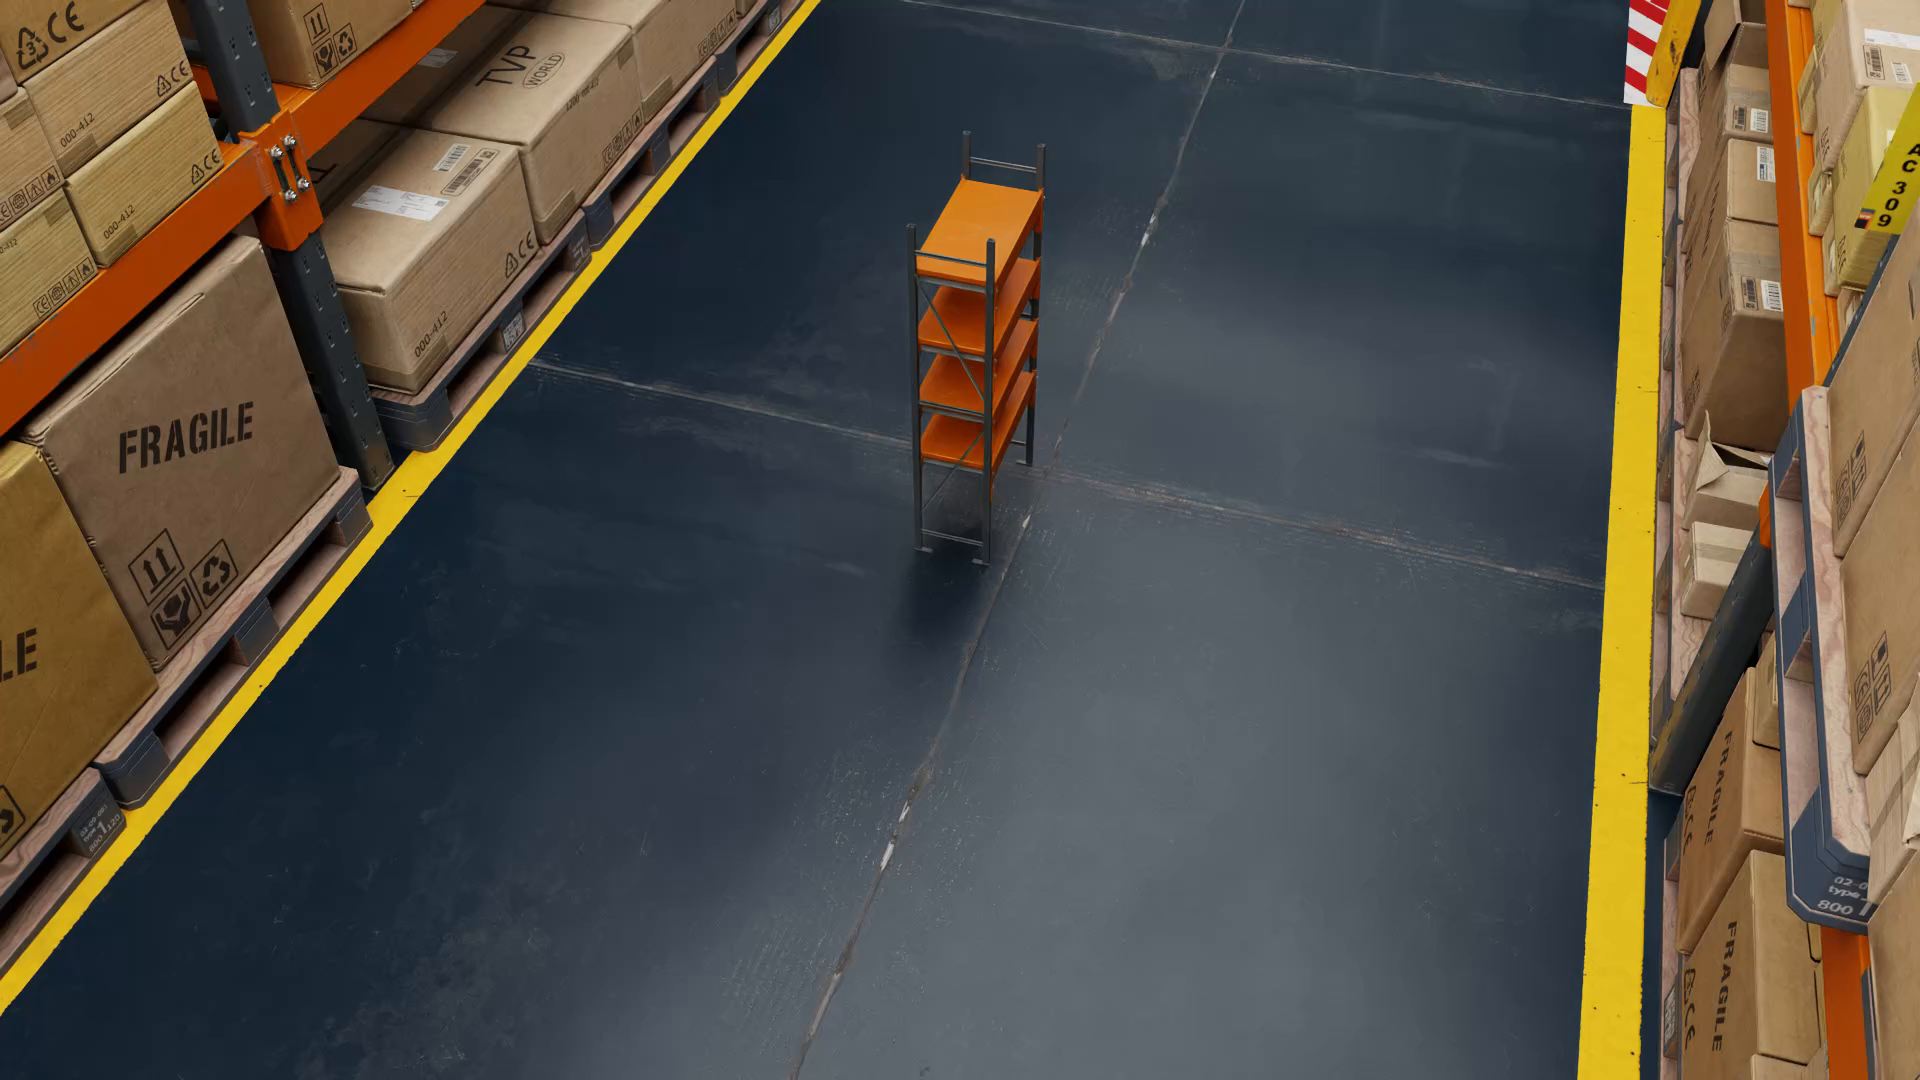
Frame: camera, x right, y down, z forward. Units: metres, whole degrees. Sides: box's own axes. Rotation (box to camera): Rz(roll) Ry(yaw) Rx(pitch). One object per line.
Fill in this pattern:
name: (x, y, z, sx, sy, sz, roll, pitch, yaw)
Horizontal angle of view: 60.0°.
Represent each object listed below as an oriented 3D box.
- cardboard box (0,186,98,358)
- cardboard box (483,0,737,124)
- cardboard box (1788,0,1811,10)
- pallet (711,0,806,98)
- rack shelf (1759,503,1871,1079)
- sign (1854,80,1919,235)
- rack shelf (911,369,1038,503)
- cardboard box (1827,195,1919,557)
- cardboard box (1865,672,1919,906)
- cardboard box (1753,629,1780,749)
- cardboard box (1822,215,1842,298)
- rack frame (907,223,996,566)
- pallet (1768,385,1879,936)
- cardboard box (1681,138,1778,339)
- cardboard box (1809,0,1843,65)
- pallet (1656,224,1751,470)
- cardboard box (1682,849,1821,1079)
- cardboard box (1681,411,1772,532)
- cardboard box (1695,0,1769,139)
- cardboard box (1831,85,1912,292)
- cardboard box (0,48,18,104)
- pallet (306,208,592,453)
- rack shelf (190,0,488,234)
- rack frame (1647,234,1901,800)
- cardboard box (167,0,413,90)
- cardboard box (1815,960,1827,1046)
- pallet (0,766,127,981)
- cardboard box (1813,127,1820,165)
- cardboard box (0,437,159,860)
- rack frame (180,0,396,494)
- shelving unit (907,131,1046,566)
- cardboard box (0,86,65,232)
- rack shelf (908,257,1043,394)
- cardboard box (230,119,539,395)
cardboard box: (-2.407, -0.625, 3.851, 0.500, 0.250, 0.500, 12, 46, 12)
cardboard box: (-1.518, -2.198, 6.883, 0.875, 0.438, 0.875, 14, 46, 14)
cardboard box: (2.728, -1.709, 5.031, 0.380, 0.149, 0.250, 14, 46, 13)
pallet: (-1.312, -2.490, 7.644, 1.003, 0.211, 1.213, 13, 46, 13)
rack shelf: (1.770, 1.269, 2.323, 1.077, 0.370, 4.000, 13, 46, 13)
sign: (1.856, -0.740, 3.243, 0.100, 0.325, 0.005, 13, 46, 13)
rack shelf: (0.050, -0.349, 5.129, 0.258, 0.148, 0.480, 13, 46, 13)
cardboard box: (2.016, -0.232, 2.971, 0.700, 0.500, 0.500, 14, 46, 14)
cardboard box: (1.589, 0.422, 2.470, 0.396, 0.266, 0.258, 15, 46, 14)
cardboard box: (2.014, 0.373, 3.747, 0.380, 0.149, 0.250, 15, 46, 14)
cardboard box: (2.290, -0.676, 3.975, 0.380, 0.149, 0.250, 14, 46, 14)
rack frame: (-0.024, -0.377, 4.777, 0.240, 1.200, 0.015, 13, 46, 13)
pallet: (2.030, 0.257, 2.980, 1.003, 0.211, 1.213, 13, 46, 13)
cardboard box: (2.760, -0.964, 5.577, 0.500, 0.500, 0.500, 13, 46, 13)
cardboard box: (2.599, -1.432, 4.463, 0.500, 0.250, 0.500, 12, 46, 12)
pallet: (2.952, -0.598, 5.710, 1.003, 0.211, 1.213, 13, 46, 13)
cardboard box: (1.863, 1.054, 3.515, 0.500, 0.500, 0.500, 12, 46, 12)
cardboard box: (2.373, -0.166, 4.929, 0.396, 0.266, 0.258, 14, 46, 14)
cardboard box: (3.312, -1.858, 6.488, 0.797, 0.503, 0.637, 11, 45, 11)
cardboard box: (2.298, -0.765, 3.782, 0.500, 0.250, 0.500, 14, 46, 14)
cardboard box: (-2.401, -1.066, 3.408, 0.500, 0.500, 0.500, 13, 46, 13)
pallet: (-2.051, -0.864, 5.982, 1.003, 0.211, 1.213, 13, 46, 13)
rack shelf: (-1.750, -2.446, 6.119, 1.077, 0.370, 4.000, 13, 46, 13)
rack frame: (2.376, -0.321, 3.434, 1.000, 3.000, 0.127, 13, 46, 13)
cardboard box: (-1.964, -1.663, 4.733, 0.500, 0.500, 0.500, 14, 46, 14)
cardboard box: (1.867, 0.933, 3.175, 0.380, 0.149, 0.250, 12, 46, 12)
pallet: (-2.885, 0.973, 4.105, 1.003, 0.211, 1.213, 13, 46, 13)
cardboard box: (2.451, -1.023, 4.330, 0.380, 0.149, 0.250, 14, 46, 14)
cardboard box: (-2.733, 0.273, 4.045, 0.875, 0.875, 0.875, 14, 46, 14)
rack frame: (-2.356, -1.370, 4.505, 1.000, 3.000, 0.127, 13, 46, 13)
shelving unit: (0.050, -0.539, 4.943, 0.258, 1.200, 0.503, 13, 46, 13)
cardboard box: (-2.402, -0.815, 3.688, 0.500, 0.250, 0.500, 14, 46, 13)
rack shelf: (0.050, -0.651, 4.834, 0.258, 0.148, 0.480, 13, 46, 13)
cardboard box: (-2.063, -1.000, 5.659, 0.875, 0.438, 0.875, 12, 46, 12)
